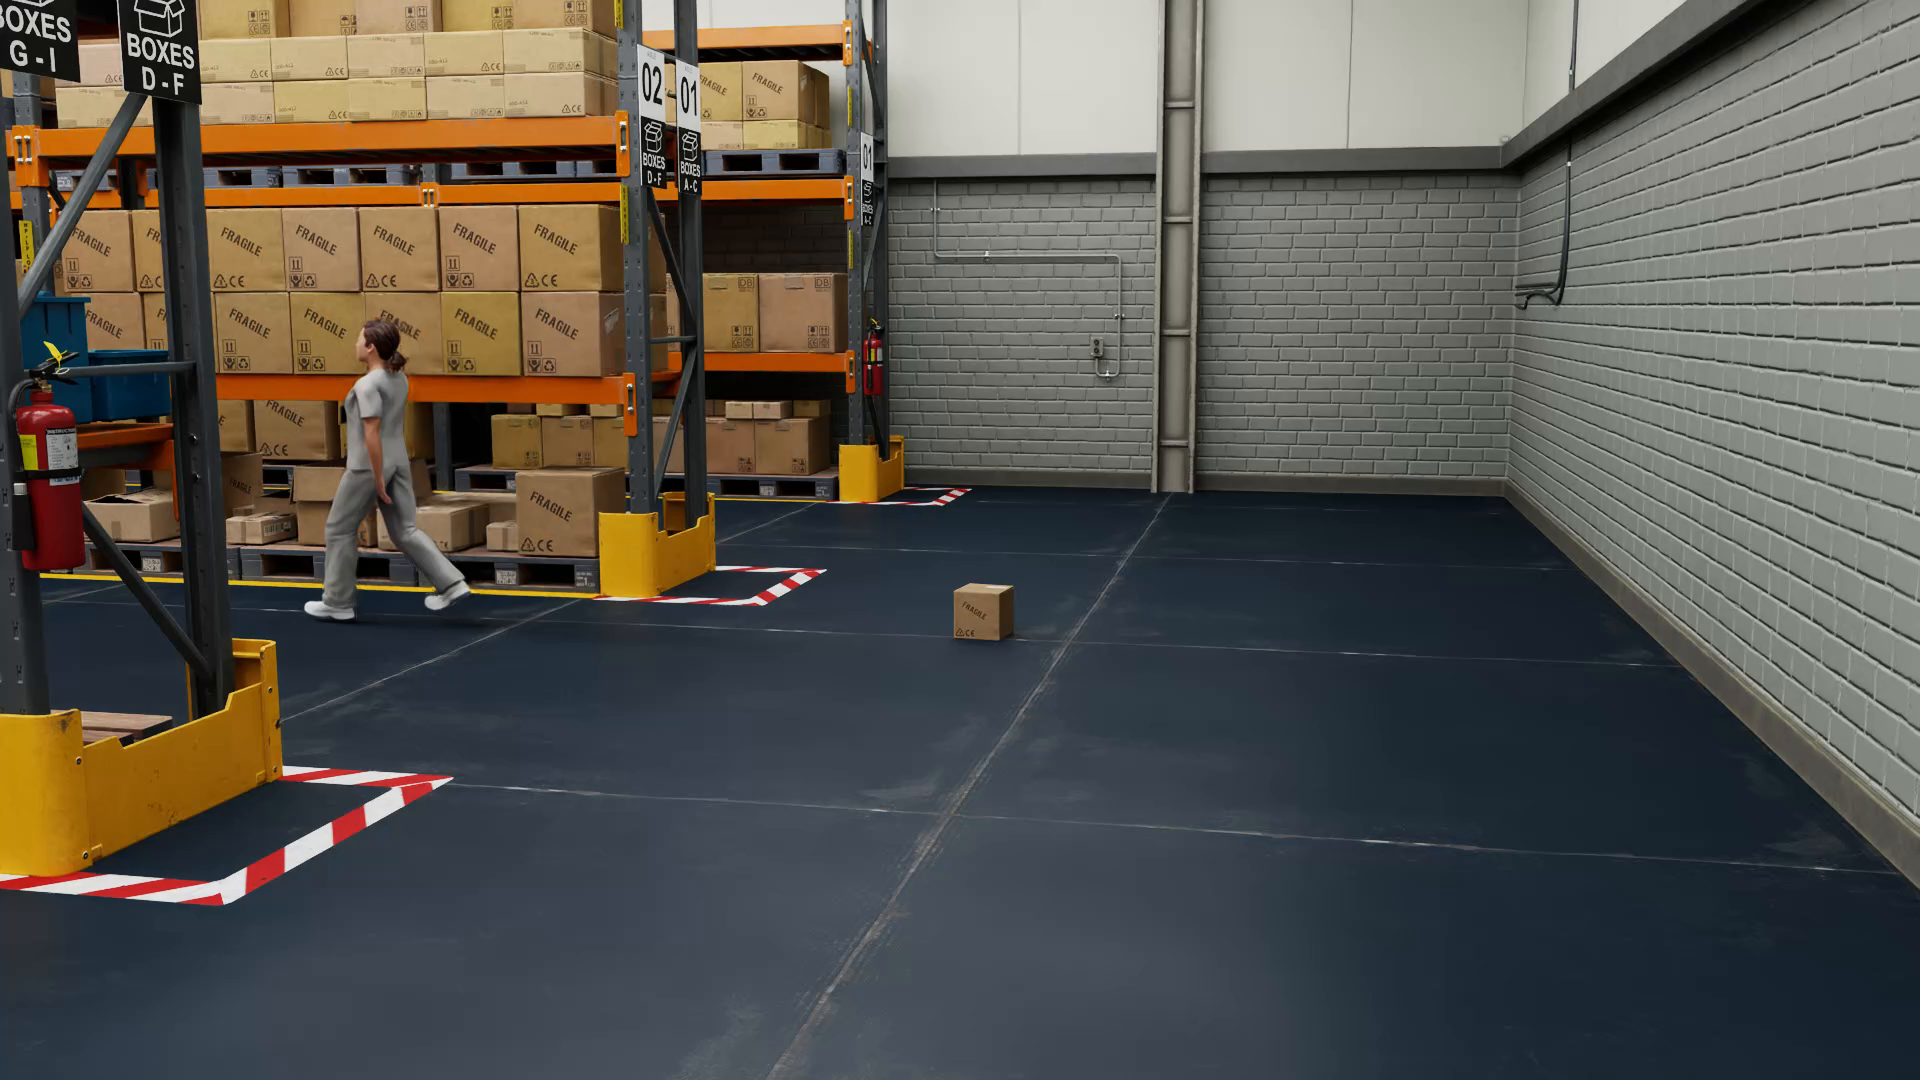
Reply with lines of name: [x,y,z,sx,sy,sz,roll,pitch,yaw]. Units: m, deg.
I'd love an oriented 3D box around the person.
person: [-3.127,-0.393,8.974,0.973,1.587,0.434,3,8,18]
